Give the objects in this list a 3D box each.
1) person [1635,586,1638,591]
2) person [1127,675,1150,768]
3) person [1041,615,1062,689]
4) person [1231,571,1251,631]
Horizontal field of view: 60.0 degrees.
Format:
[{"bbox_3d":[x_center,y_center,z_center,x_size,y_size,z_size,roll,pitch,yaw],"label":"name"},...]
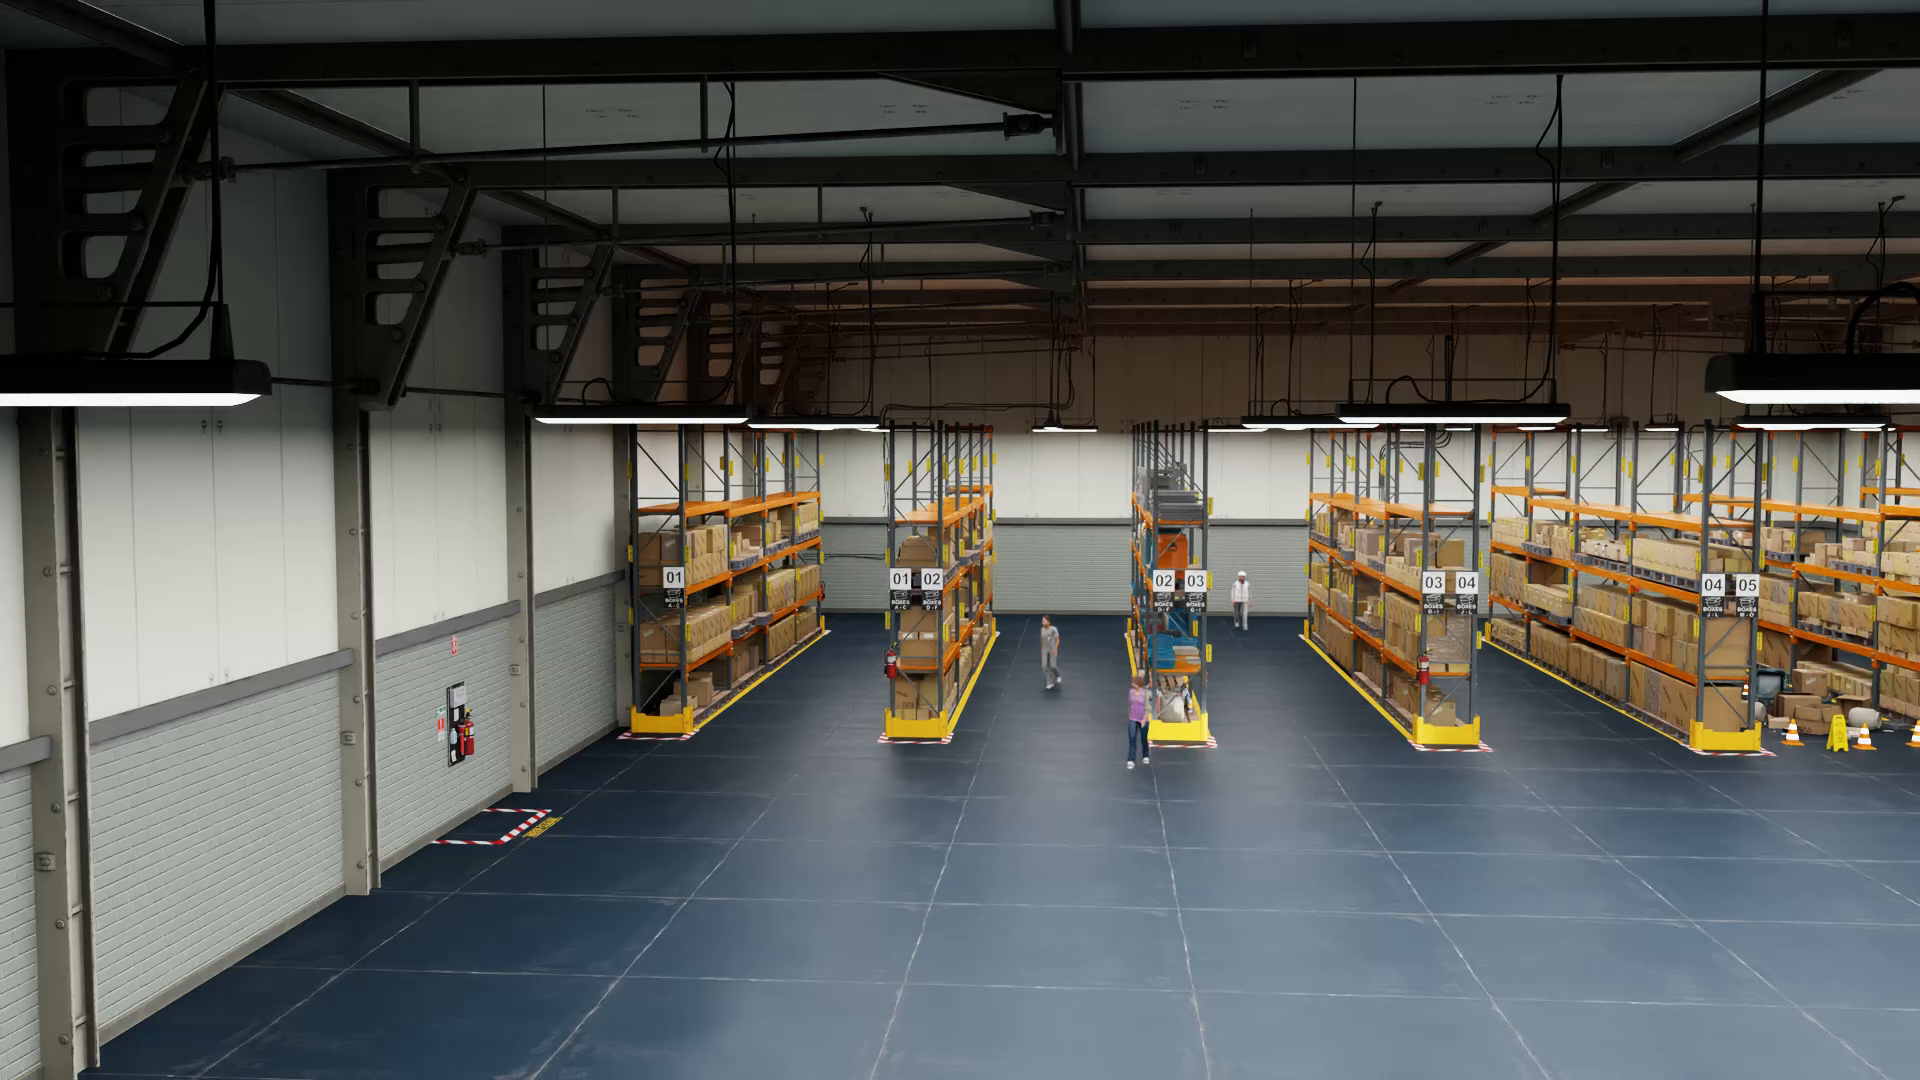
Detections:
[{"bbox_3d":[17.704,2.072,43.553,0.517,1.783,0.538,-1,4,-19],"label":"person"},{"bbox_3d":[3.049,3.113,28.560,0.437,1.562,0.876,2,4,23],"label":"person"},{"bbox_3d":[2.045,2.523,37.736,0.497,1.643,0.614,2,4,25],"label":"person"},{"bbox_3d":[8.247,1.776,48.723,0.615,1.721,1.084,0,4,2],"label":"person"}]
